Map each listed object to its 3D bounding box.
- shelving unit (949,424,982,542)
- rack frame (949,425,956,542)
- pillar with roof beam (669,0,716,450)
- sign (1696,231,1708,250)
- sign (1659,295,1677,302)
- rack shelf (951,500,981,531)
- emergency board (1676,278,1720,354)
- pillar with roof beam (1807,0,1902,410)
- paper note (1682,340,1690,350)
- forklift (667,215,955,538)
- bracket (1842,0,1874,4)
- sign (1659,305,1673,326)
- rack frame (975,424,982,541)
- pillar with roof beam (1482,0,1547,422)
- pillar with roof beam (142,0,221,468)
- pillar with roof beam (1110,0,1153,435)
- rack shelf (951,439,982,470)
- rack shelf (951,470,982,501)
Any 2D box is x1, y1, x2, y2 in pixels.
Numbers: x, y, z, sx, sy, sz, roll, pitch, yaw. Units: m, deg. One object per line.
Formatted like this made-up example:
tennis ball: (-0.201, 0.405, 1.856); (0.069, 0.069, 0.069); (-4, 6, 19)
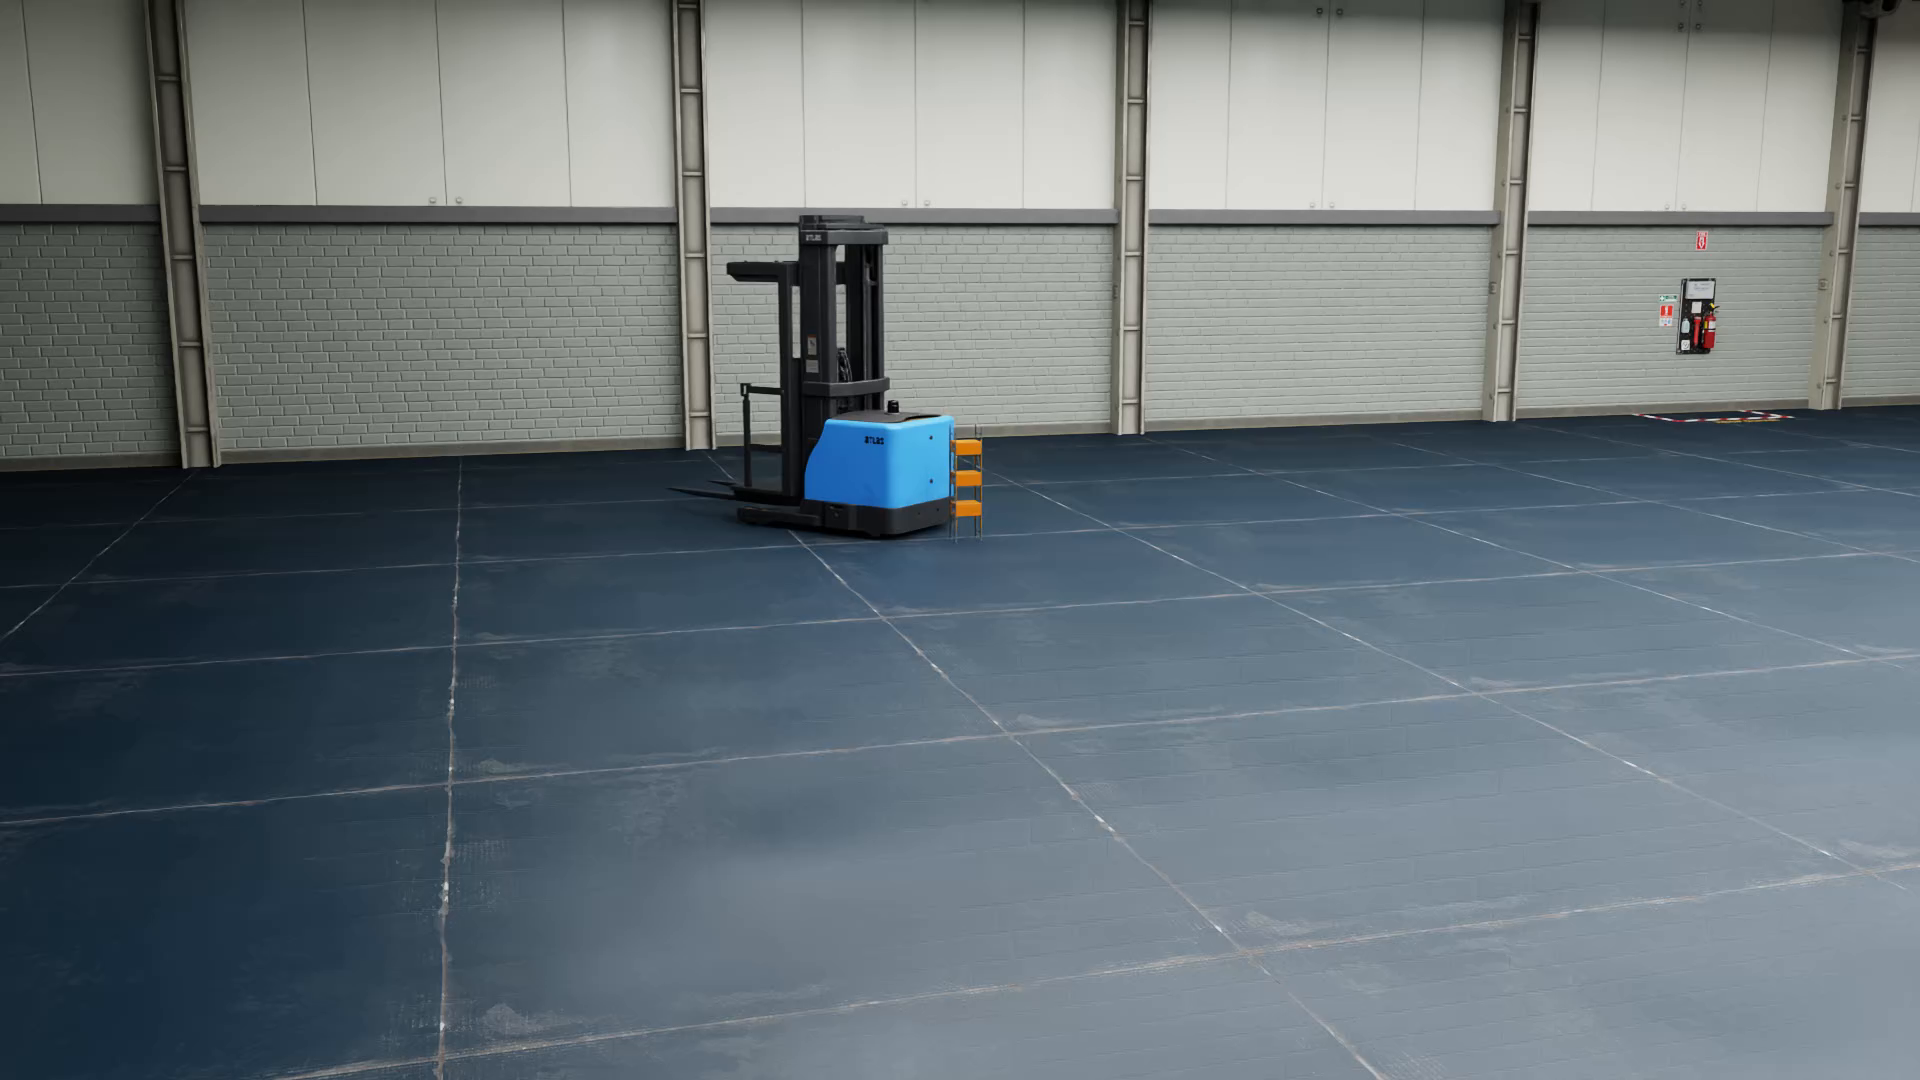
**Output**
shelving unit: (0.051, -0.519, 15.170); (0.252, 1.050, 0.215); (-3, 11, -16)
rack frame: (-0.066, -0.513, 15.136); (0.008, 1.050, 0.200); (-3, 11, -16)
pillar with roof beam: (-2.205, -4.876, 16.884); (0.400, 9.000, 9.100); (-3, 11, -16)
sign: (11.456, -4.624, 25.679); (0.199, 0.298, 0.001); (-3, 11, -16)
sign: (10.939, -3.734, 25.684); (0.331, 0.109, 0.001); (-3, 11, -16)
rack shelf: (0.051, -0.235, 15.222); (0.240, 0.259, 0.215); (-3, 11, -16)
emergency board: (11.491, -3.467, 25.797); (0.643, 1.169, 0.194); (-3, 11, -16)
pillar with roof beam: (15.078, -5.787, 21.832); (0.548, 9.000, 9.100); (-3, 11, -16)
paper note: (11.302, -3.037, 25.894); (0.142, 0.148, 0.016); (-3, 11, -16)
forklift: (-1.544, -1.646, 16.097); (3.031, 2.935, 1.130); (7, 13, 34)
bracket: (13.576, -8.223, 25.122); (0.430, 0.232, 0.235); (-3, 11, -16)
sign: (10.932, -3.474, 25.739); (0.234, 0.329, 0.001); (-3, 11, -16)
rack frame: (0.169, -0.525, 15.203); (0.008, 1.050, 0.200); (-3, 11, -16)
pillar with roof beam: (9.317, -5.484, 20.183); (0.548, 9.000, 9.100); (-3, 11, -16)
pillar with roof beam: (-7.965, -4.573, 15.235); (0.400, 9.000, 9.100); (-3, 11, -16)
pillar with roof beam: (3.556, -5.180, 18.534); (0.400, 9.000, 9.100); (-3, 11, -16)
rack shelf: (0.051, -0.788, 15.120); (0.240, 0.259, 0.215); (-3, 11, -16)
rack shelf: (0.051, -0.509, 15.172); (0.240, 0.259, 0.215); (-3, 11, -16)
